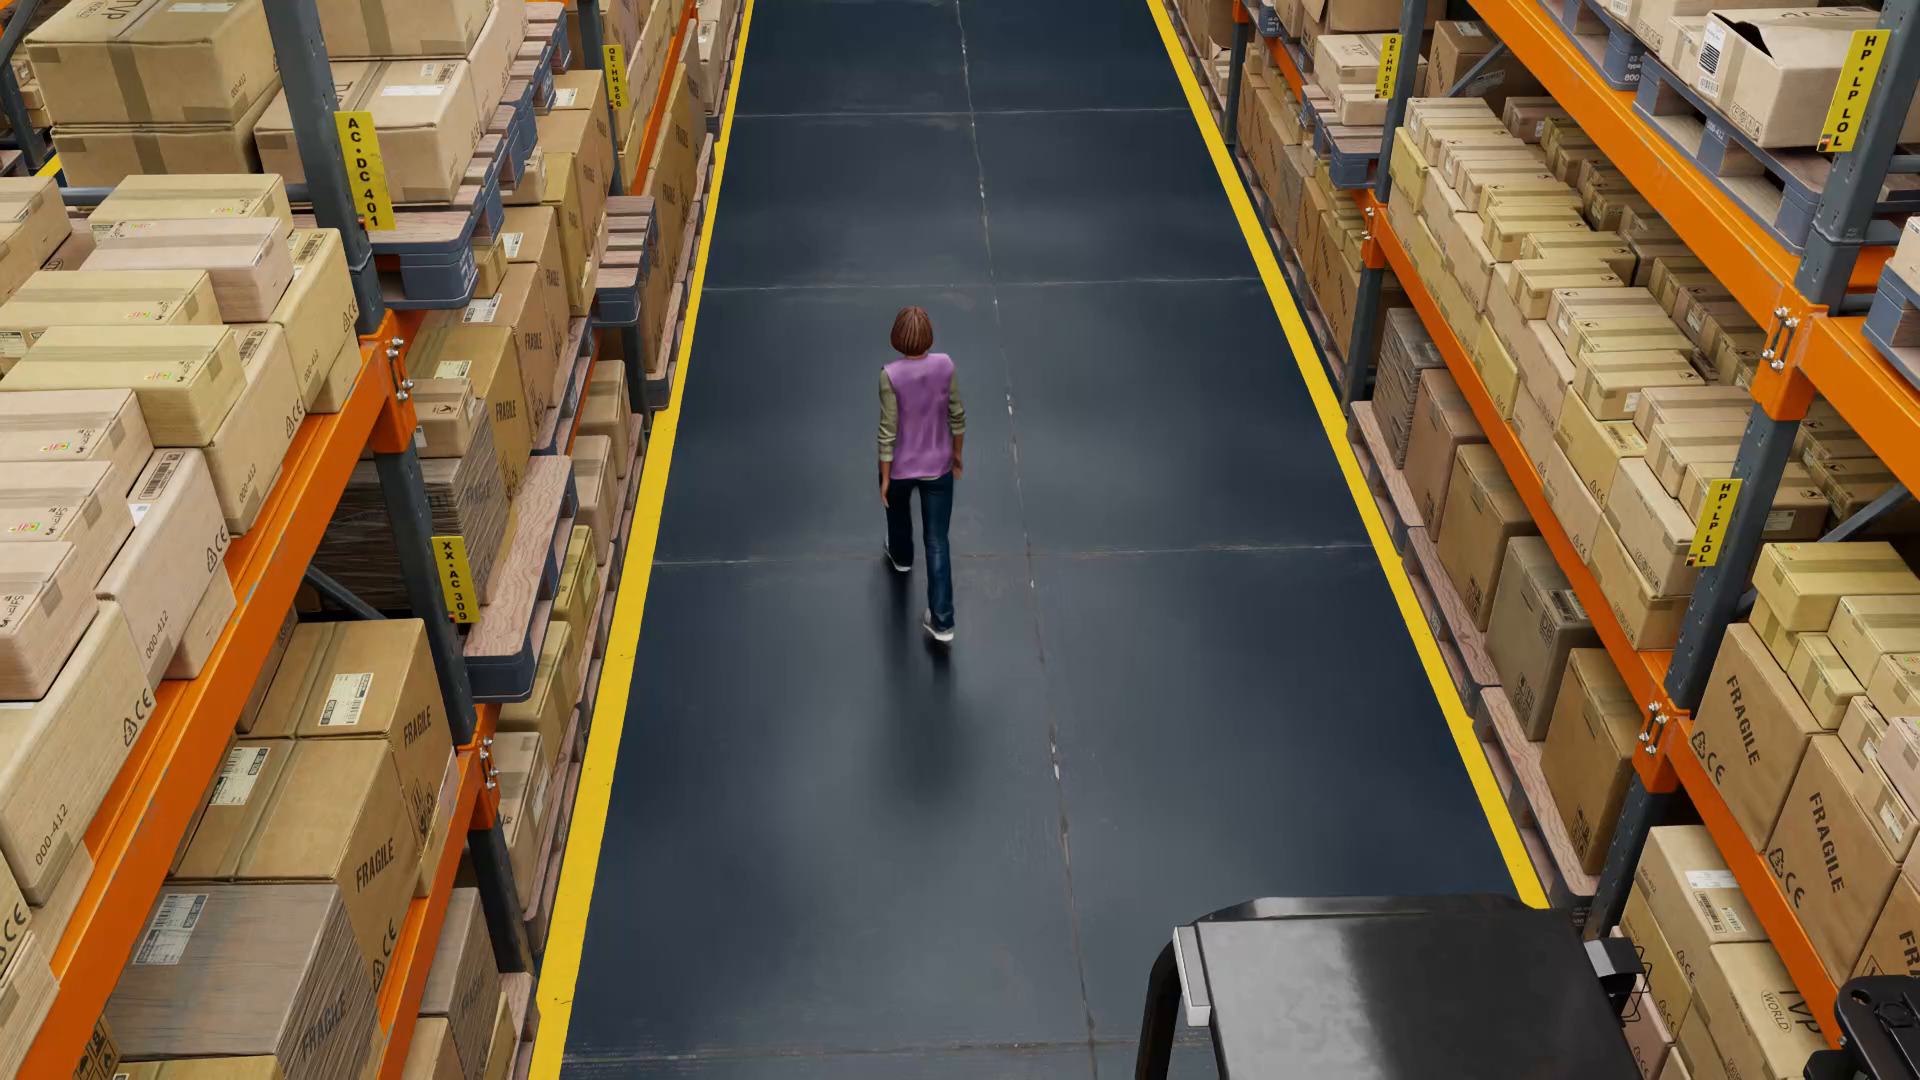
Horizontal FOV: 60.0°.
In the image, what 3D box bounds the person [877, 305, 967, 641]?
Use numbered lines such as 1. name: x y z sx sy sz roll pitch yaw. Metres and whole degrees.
1. person: -0.174 -0.352 7.706 0.431 1.541 0.947 -6 36 -9
